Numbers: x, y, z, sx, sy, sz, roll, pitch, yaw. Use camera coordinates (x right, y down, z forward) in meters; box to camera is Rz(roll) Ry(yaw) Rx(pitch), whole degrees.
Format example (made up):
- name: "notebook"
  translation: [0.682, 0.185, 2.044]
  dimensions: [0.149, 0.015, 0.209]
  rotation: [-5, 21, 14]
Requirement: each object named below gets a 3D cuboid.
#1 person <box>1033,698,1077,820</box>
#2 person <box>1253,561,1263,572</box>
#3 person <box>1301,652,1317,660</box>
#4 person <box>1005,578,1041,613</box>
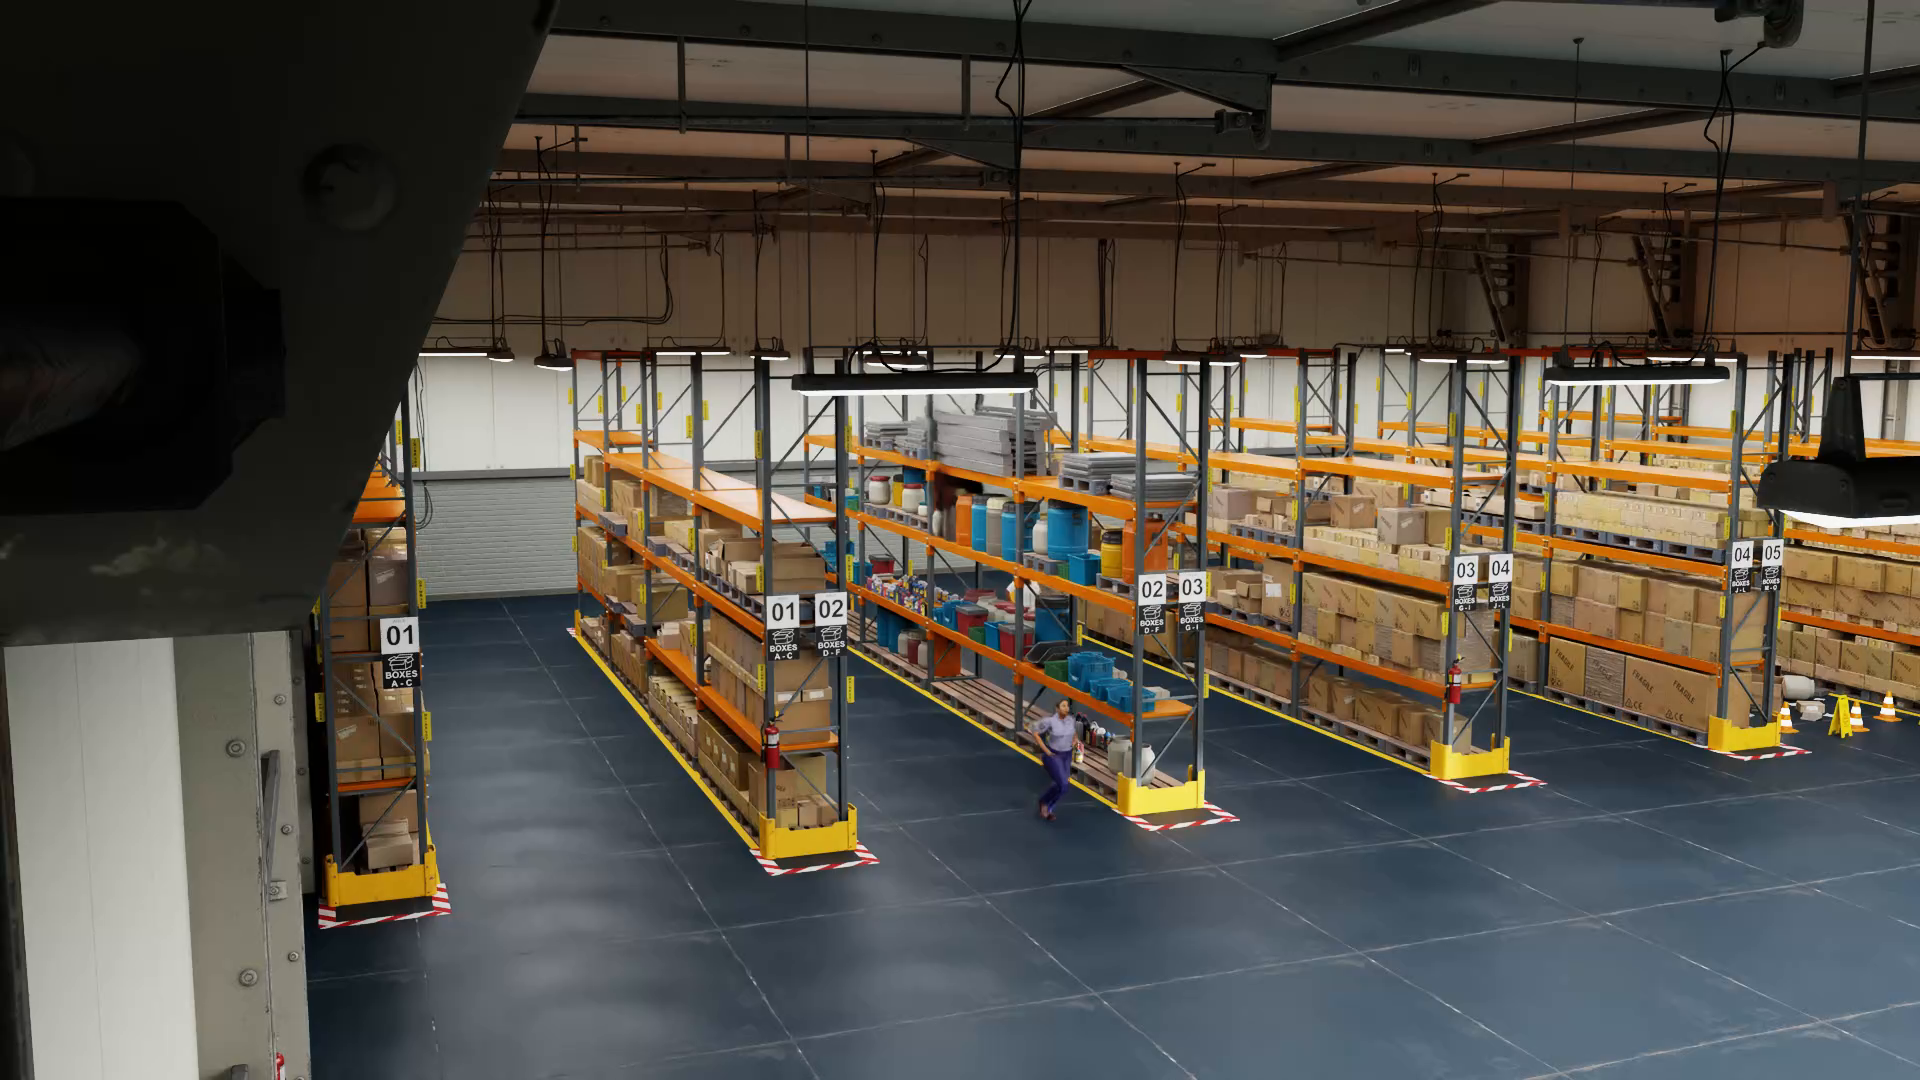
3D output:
- name: "person"
  translation: [1.325, 2.866, 21.725]
  dimensions: [0.640, 1.600, 0.544]
  rotation: [-5, 9, -37]
- name: "person"
  translation: [7.462, 0.376, 41.049]
  dimensions: [0.700, 1.741, 0.706]
  rotation: [5, 9, 37]
- name: "person"
  translation: [6.834, 1.525, 32.085]
  dimensions: [0.587, 1.606, 0.815]
  rotation: [-3, 8, -21]
- name: "person"
  translation: [1.288, 1.420, 32.567]
  dimensions: [0.692, 1.834, 0.682]
  rotation: [-4, 8, -32]
